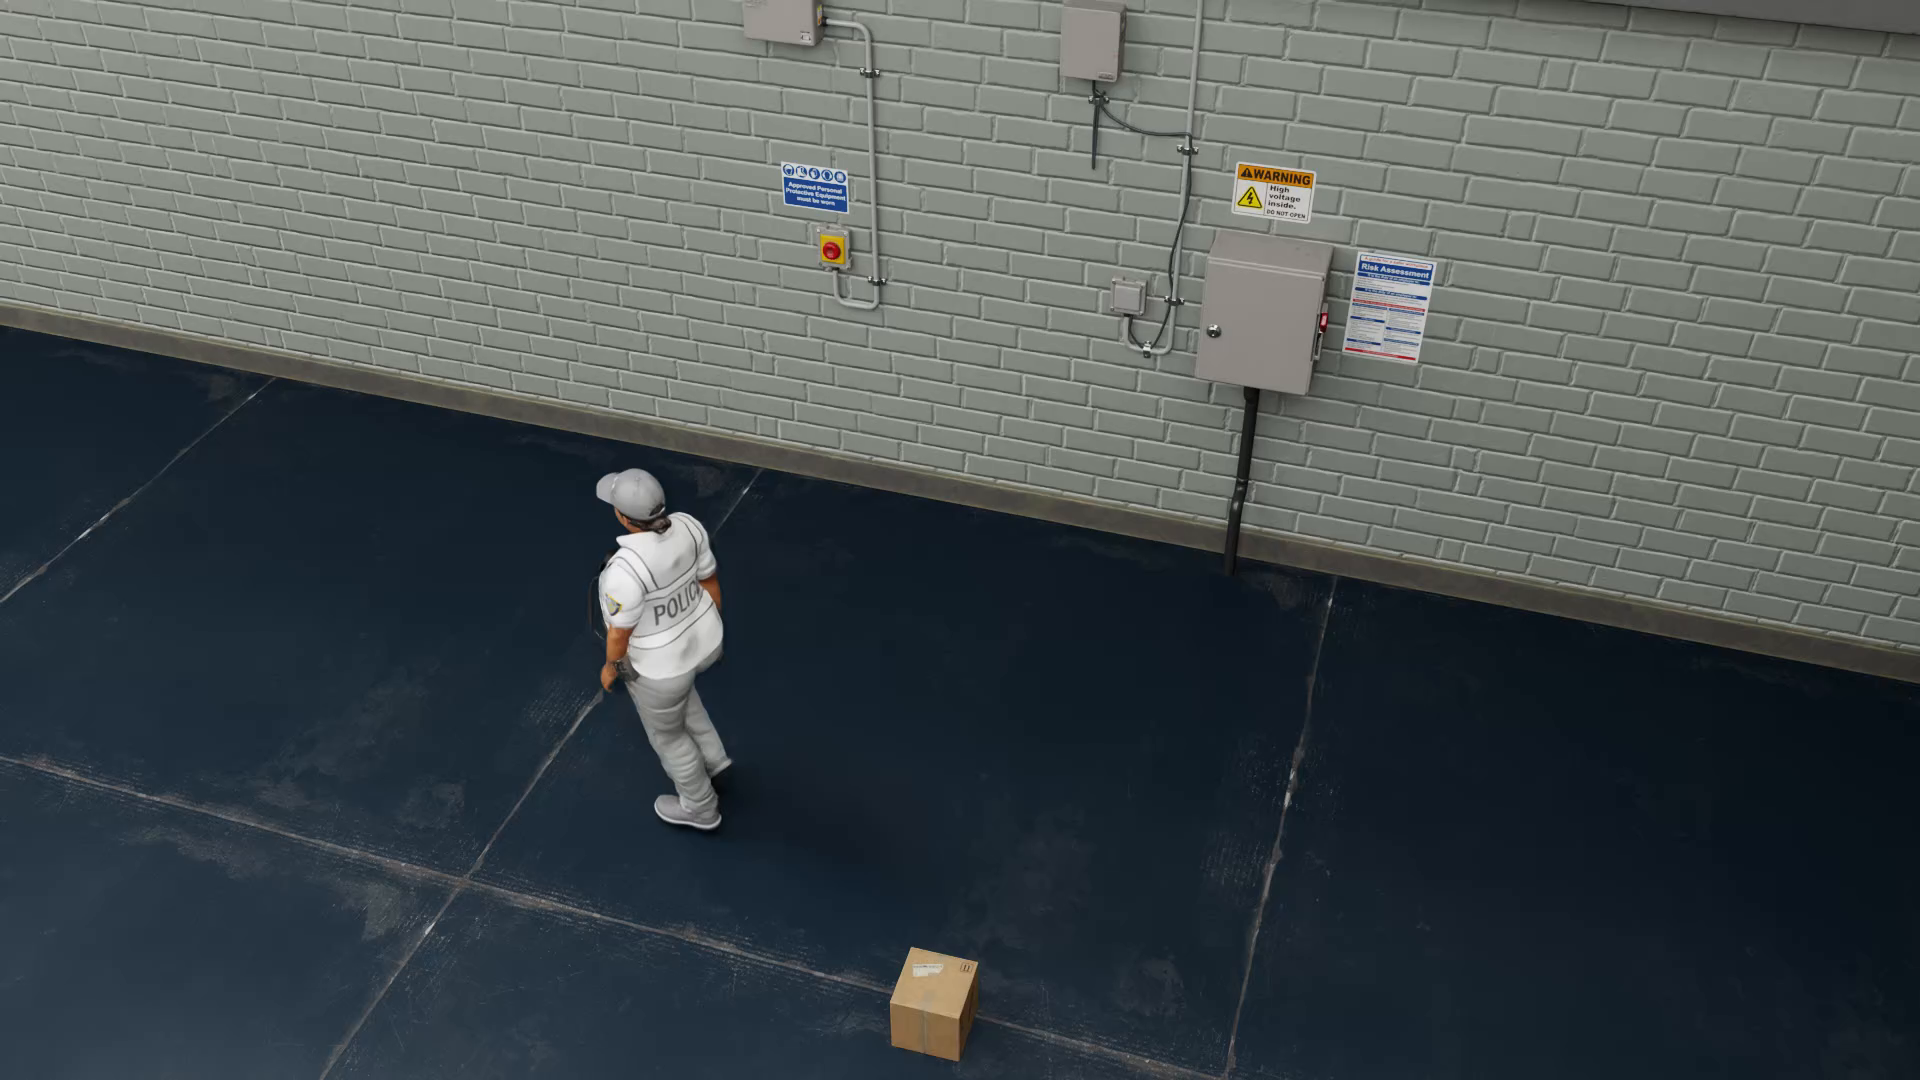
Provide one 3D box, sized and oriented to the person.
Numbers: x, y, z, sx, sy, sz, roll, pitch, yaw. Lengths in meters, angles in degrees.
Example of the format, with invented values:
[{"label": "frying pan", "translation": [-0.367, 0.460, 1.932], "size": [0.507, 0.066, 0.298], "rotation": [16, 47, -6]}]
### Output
[{"label": "person", "translation": [-1.139, 0.430, 6.316], "size": [0.458, 1.698, 0.486], "rotation": [19, 41, 23]}]
